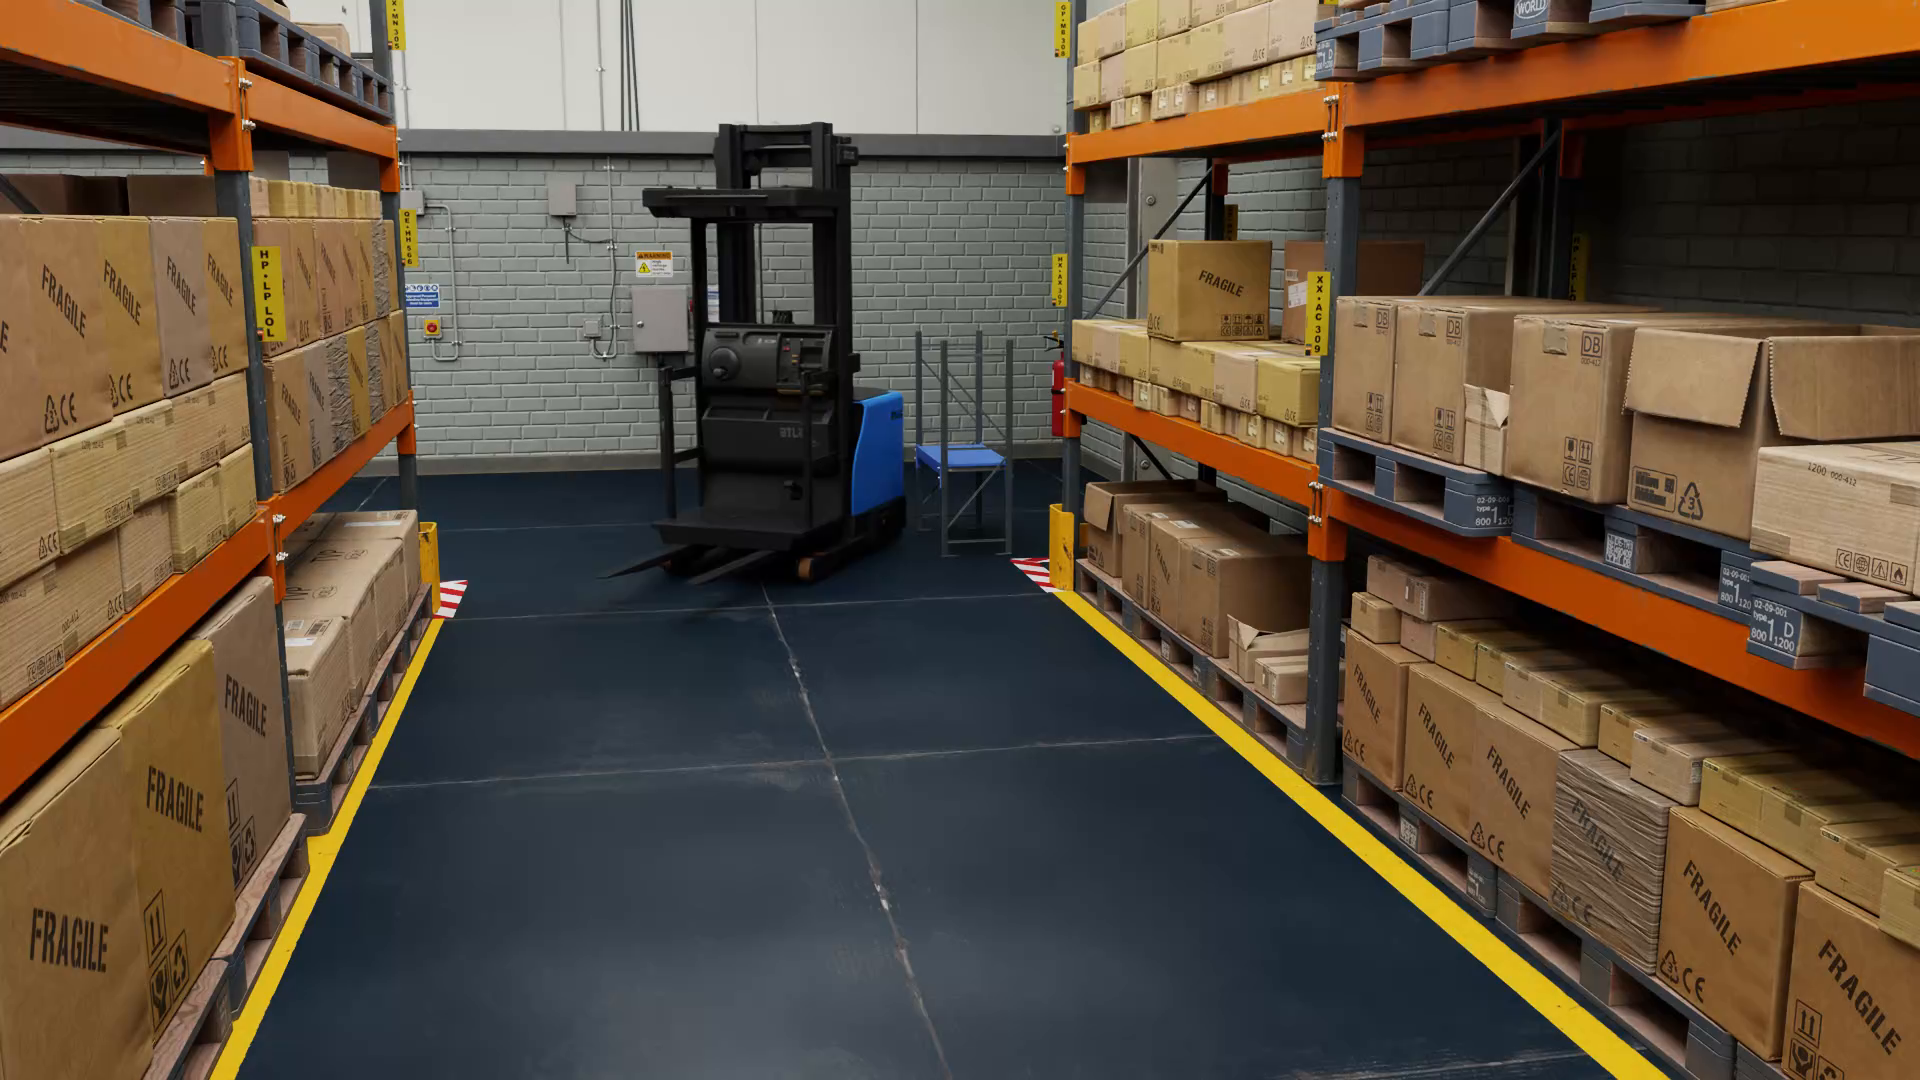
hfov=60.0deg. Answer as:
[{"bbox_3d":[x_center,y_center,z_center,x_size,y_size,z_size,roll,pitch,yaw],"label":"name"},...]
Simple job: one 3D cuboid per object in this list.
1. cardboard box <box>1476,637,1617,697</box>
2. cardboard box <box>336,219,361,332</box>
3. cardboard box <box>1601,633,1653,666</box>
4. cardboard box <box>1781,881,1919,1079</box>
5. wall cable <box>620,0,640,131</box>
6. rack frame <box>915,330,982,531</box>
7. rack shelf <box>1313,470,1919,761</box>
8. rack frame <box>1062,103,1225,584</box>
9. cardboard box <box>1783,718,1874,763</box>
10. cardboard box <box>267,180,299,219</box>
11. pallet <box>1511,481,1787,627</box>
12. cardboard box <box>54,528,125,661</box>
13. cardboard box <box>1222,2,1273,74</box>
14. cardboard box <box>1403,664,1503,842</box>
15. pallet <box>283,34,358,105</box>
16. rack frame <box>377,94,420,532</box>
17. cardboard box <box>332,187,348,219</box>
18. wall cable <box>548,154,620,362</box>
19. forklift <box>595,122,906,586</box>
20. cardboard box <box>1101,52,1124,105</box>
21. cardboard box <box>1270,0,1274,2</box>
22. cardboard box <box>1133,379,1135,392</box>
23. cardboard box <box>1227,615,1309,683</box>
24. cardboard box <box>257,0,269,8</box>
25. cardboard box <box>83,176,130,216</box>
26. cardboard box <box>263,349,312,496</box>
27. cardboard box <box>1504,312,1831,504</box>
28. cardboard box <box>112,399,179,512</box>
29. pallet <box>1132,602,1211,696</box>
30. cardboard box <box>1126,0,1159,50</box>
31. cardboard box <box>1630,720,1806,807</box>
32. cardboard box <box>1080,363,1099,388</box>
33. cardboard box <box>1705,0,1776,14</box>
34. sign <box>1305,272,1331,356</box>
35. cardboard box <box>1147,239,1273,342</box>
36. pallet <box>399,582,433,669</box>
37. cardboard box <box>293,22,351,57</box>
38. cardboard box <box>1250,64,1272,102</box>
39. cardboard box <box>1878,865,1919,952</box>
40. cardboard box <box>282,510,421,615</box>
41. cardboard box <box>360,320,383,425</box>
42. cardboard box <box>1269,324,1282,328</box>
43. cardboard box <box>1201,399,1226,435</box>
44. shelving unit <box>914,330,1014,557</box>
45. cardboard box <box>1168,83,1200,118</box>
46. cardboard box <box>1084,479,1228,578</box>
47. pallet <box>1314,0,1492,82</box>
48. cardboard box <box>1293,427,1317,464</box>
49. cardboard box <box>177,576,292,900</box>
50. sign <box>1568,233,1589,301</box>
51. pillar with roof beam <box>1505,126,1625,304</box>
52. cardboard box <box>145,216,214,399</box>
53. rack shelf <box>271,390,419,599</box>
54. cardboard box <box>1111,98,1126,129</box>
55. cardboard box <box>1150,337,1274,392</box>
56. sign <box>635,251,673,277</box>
[{"bbox_3d":[2.002,0.440,5.689,0.380,0.149,0.250,-2,11,-12],"label":"cardboard box"},{"bbox_3d":[-3.063,-1.218,7.631,0.500,0.500,0.500,-2,11,-11],"label":"cardboard box"},{"bbox_3d":[2.478,0.416,5.818,0.380,0.149,0.250,-3,11,-14],"label":"cardboard box"},{"bbox_3d":[2.334,1.111,3.901,0.500,0.500,0.500,-2,11,-12],"label":"cardboard box"},{"bbox_3d":[-1.615,-5.155,15.113,2.988,3.039,0.133,-2,11,-11],"label":"wall cable"},{"bbox_3d":[-0.082,-0.814,12.464,0.500,1.500,0.032,-2,11,-11],"label":"rack frame"},{"bbox_3d":[2.325,0.237,4.851,1.077,0.370,4.000,-2,11,-11],"label":"rack shelf"},{"bbox_3d":[1.158,-1.216,10.565,1.000,3.000,0.127,-2,11,-11],"label":"rack frame"},{"bbox_3d":[2.614,0.612,4.788,0.380,0.149,0.250,-2,11,-11],"label":"cardboard box"},{"bbox_3d":[-2.884,-1.367,6.682,0.380,0.149,0.250,-2,11,-11],"label":"cardboard box"},{"bbox_3d":[2.331,-0.011,4.747,1.003,0.211,1.213,-2,11,-11],"label":"pallet"},{"bbox_3d":[-2.315,0.126,3.911,0.500,0.250,0.500,-2,11,-11],"label":"cardboard box"},{"bbox_3d":[1.485,-2.203,7.332,0.500,0.250,0.500,-3,11,-13],"label":"cardboard box"},{"bbox_3d":[1.923,0.733,5.885,0.500,0.500,0.500,-2,11,-12],"label":"cardboard box"},{"bbox_3d":[-3.315,-2.105,7.450,1.003,0.211,1.213,-2,11,-11],"label":"pallet"},{"bbox_3d":[-3.710,-1.035,9.613,1.000,3.000,0.127,-2,11,-11],"label":"rack frame"},{"bbox_3d":[-3.142,-1.604,7.923,0.380,0.149,0.250,-2,11,-10],"label":"cardboard box"},{"bbox_3d":[-3.441,-2.621,15.229,0.588,1.984,0.122,-2,11,-11],"label":"wall cable"},{"bbox_3d":[-1.359,-1.249,10.921,1.130,2.935,3.031,4,11,18],"label":"forklift"},{"bbox_3d":[1.095,-2.579,9.305,0.500,0.250,0.500,-2,11,-10],"label":"cardboard box"},{"bbox_3d":[1.602,-2.358,6.810,0.500,0.250,0.500,-2,11,-11],"label":"cardboard box"},{"bbox_3d":[1.179,-0.834,9.226,0.380,0.149,0.250,-2,11,-10],"label":"cardboard box"},{"bbox_3d":[1.470,0.497,7.752,0.396,0.266,0.258,-2,11,-9],"label":"cardboard box"},{"bbox_3d":[-2.841,-2.195,6.027,0.500,0.500,0.500,-2,11,-10],"label":"cardboard box"},{"bbox_3d":[-3.249,-1.258,6.106,0.380,0.149,0.250,-2,11,-10],"label":"cardboard box"},{"bbox_3d":[-2.767,-0.446,6.252,0.500,0.500,0.500,-2,11,-9],"label":"cardboard box"},{"bbox_3d":[2.064,-0.402,4.898,0.700,0.500,0.500,-2,11,-11],"label":"cardboard box"},{"bbox_3d":[-2.397,-0.215,4.369,0.500,0.250,0.500,-2,11,-10],"label":"cardboard box"},{"bbox_3d":[1.563,0.537,8.811,1.003,0.211,1.213,-2,11,-11],"label":"pallet"},{"bbox_3d":[1.190,-2.732,8.773,0.500,0.250,0.500,-2,11,-12],"label":"cardboard box"},{"bbox_3d":[2.139,0.628,4.701,0.380,0.149,0.250,-3,11,-14],"label":"cardboard box"},{"bbox_3d":[0.953,-1.023,10.219,0.380,0.149,0.250,-2,11,-11],"label":"cardboard box"},{"bbox_3d":[2.180,-1.418,4.004,0.500,0.250,0.500,-2,11,-11],"label":"cardboard box"},{"bbox_3d":[1.405,-0.887,6.519,0.100,0.325,0.005,-2,11,-11],"label":"sign"},{"bbox_3d":[1.274,-1.289,8.547,0.500,0.500,0.500,-2,11,-10],"label":"cardboard box"},{"bbox_3d":[-3.478,0.478,9.118,1.003,0.211,1.213,-2,11,-11],"label":"pallet"},{"bbox_3d":[-3.534,-2.611,8.882,0.500,0.250,0.500,-3,11,-16],"label":"cardboard box"},{"bbox_3d":[1.488,-1.983,7.241,0.380,0.149,0.250,-2,11,-9],"label":"cardboard box"},{"bbox_3d":[2.286,0.824,3.675,0.380,0.149,0.250,-3,11,-14],"label":"cardboard box"},{"bbox_3d":[-3.484,0.135,9.197,0.875,0.438,0.875,-3,11,-13],"label":"cardboard box"},{"bbox_3d":[-3.164,-0.819,8.209,0.500,0.500,0.500,-2,11,-9],"label":"cardboard box"},{"bbox_3d":[1.607,-1.120,9.662,0.500,0.250,0.500,-2,11,-11],"label":"cardboard box"},{"bbox_3d":[1.378,-0.597,7.984,0.380,0.149,0.250,-2,11,-12],"label":"cardboard box"},{"bbox_3d":[0.017,-0.721,11.974,0.538,1.500,1.048,-2,11,-11],"label":"shelving unit"},{"bbox_3d":[1.248,-2.169,8.222,0.380,0.149,0.250,-2,11,-10],"label":"cardboard box"},{"bbox_3d":[1.184,-0.081,10.152,0.797,0.503,0.637,-3,11,-13],"label":"cardboard box"},{"bbox_3d":[1.994,-1.742,5.806,1.213,0.211,1.003,-2,11,-11],"label":"pallet"},{"bbox_3d":[1.626,-0.409,6.993,0.380,0.149,0.250,-2,11,-10],"label":"cardboard box"},{"bbox_3d":[-2.733,0.647,5.336,0.875,0.875,0.875,-2,11,-9],"label":"cardboard box"},{"bbox_3d":[2.480,-1.072,6.712,0.100,0.325,0.005,-2,11,-11],"label":"sign"},{"bbox_3d":[-1.538,-3.434,6.170,9.100,9.000,0.400,-2,11,-11],"label":"pillar with roof beam"},{"bbox_3d":[-2.491,-0.674,4.776,0.500,0.500,0.500,-2,11,-10],"label":"cardboard box"},{"bbox_3d":[-3.321,-0.315,7.753,1.077,0.370,4.000,-2,11,-11],"label":"rack shelf"},{"bbox_3d":[1.049,-2.355,9.199,0.380,0.149,0.250,-2,11,-10],"label":"cardboard box"},{"bbox_3d":[1.302,-0.918,8.600,0.500,0.250,0.500,-2,11,-13],"label":"cardboard box"},{"bbox_3d":[-2.835,-2.560,15.415,0.339,0.242,0.001,-2,11,-11],"label":"sign"}]
